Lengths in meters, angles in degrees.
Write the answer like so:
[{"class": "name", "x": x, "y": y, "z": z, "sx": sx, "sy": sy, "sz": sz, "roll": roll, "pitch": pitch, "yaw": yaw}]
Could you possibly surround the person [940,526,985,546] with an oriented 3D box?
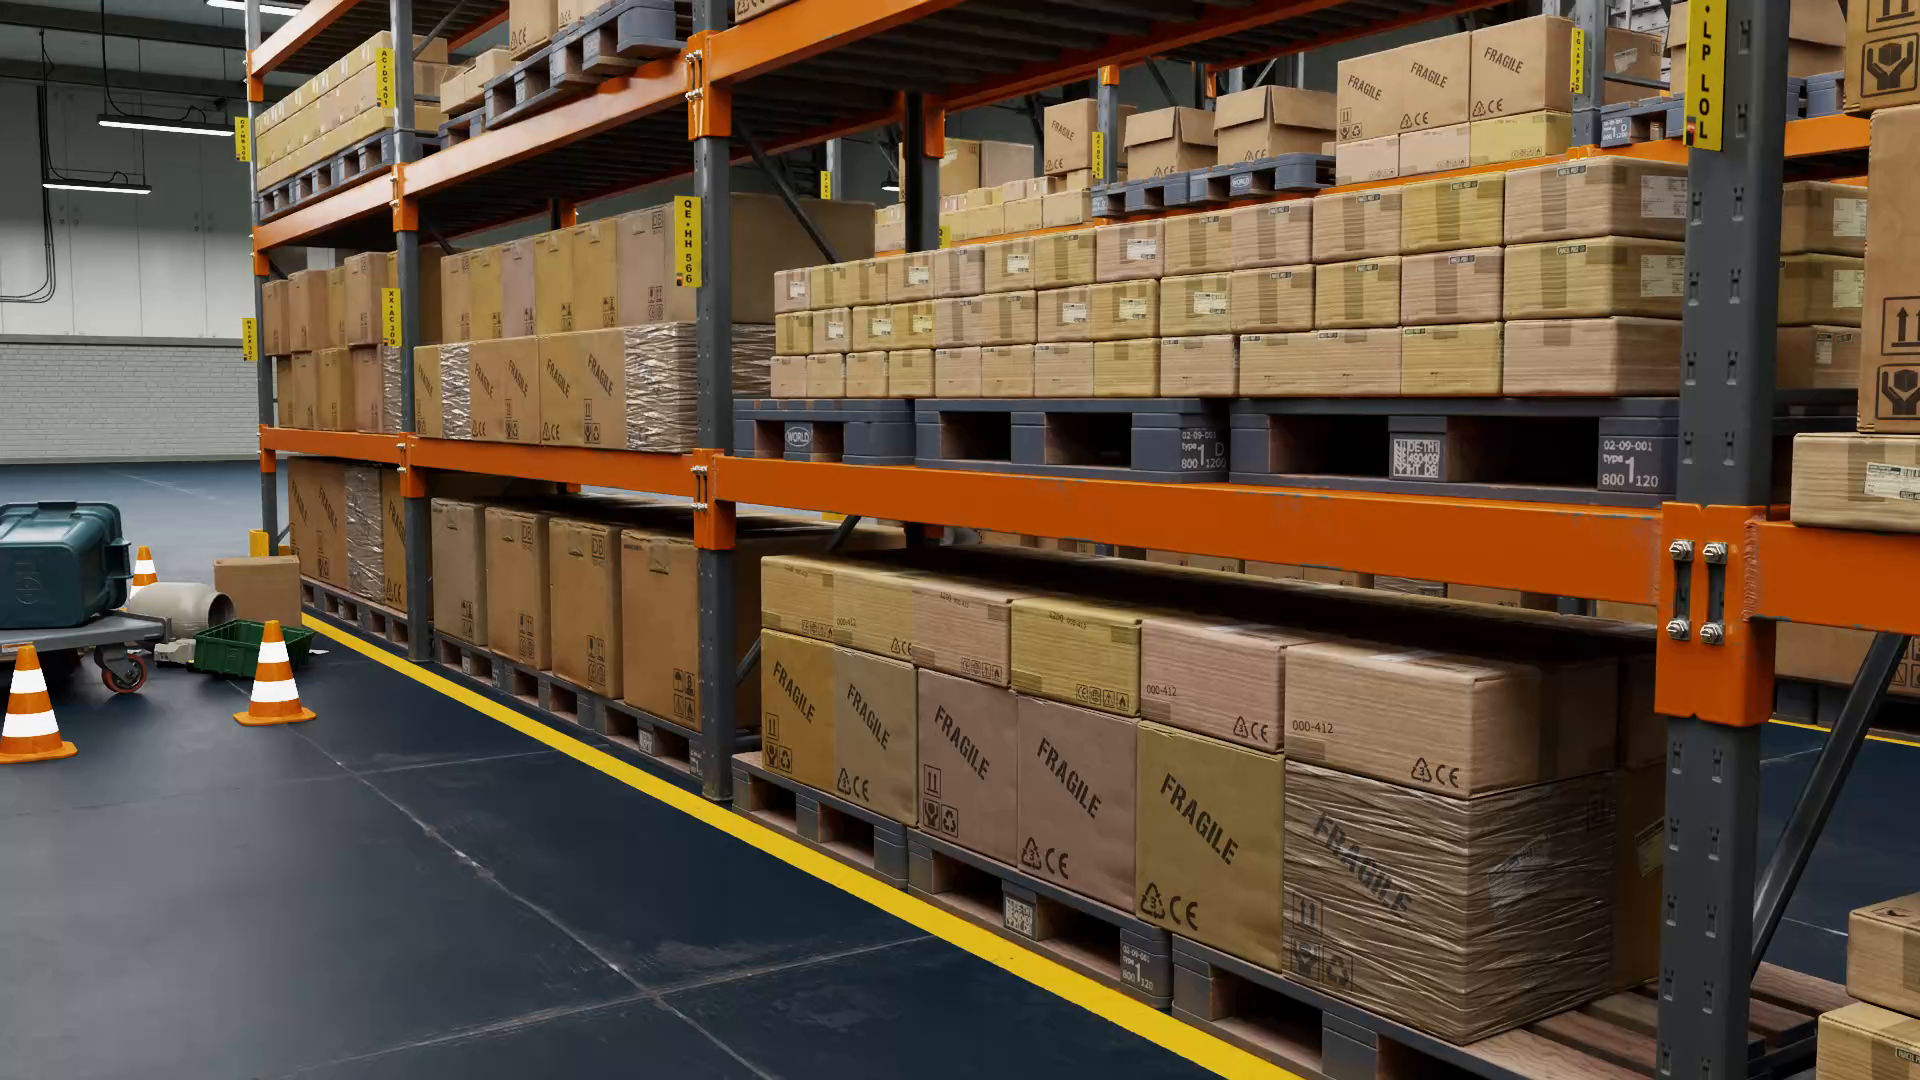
[{"class": "person", "x": -0.131, "y": -0.085, "z": 8.839, "sx": 0.497, "sy": 1.671, "sz": 0.574, "roll": -5, "pitch": 7, "yaw": -45}]
